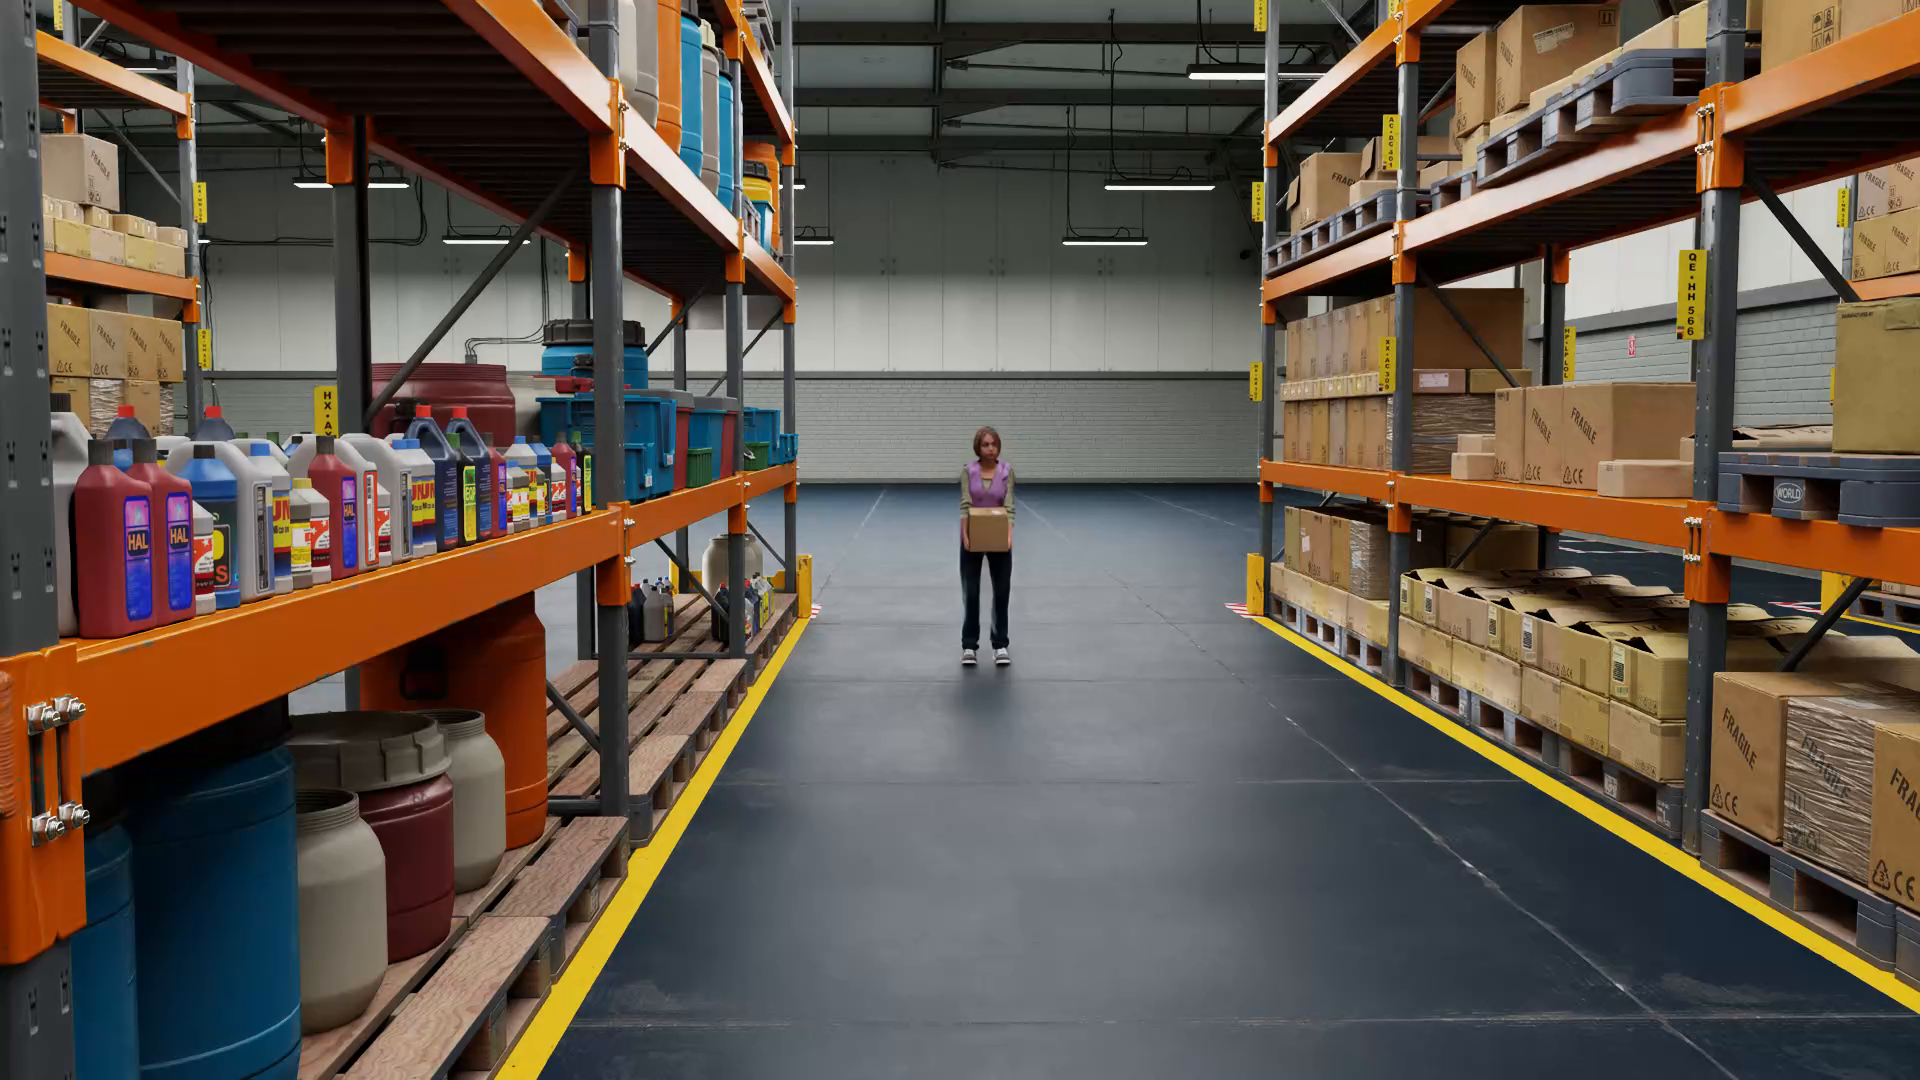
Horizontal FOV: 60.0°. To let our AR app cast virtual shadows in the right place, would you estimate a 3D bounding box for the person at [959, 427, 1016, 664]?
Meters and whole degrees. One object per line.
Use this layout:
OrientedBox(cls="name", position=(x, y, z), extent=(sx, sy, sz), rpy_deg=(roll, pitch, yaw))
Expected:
OrientedBox(cls="person", position=(0.182, 0.043, 11.155), extent=(0.375, 1.598, 0.508), rpy_deg=(0, 4, -2))
